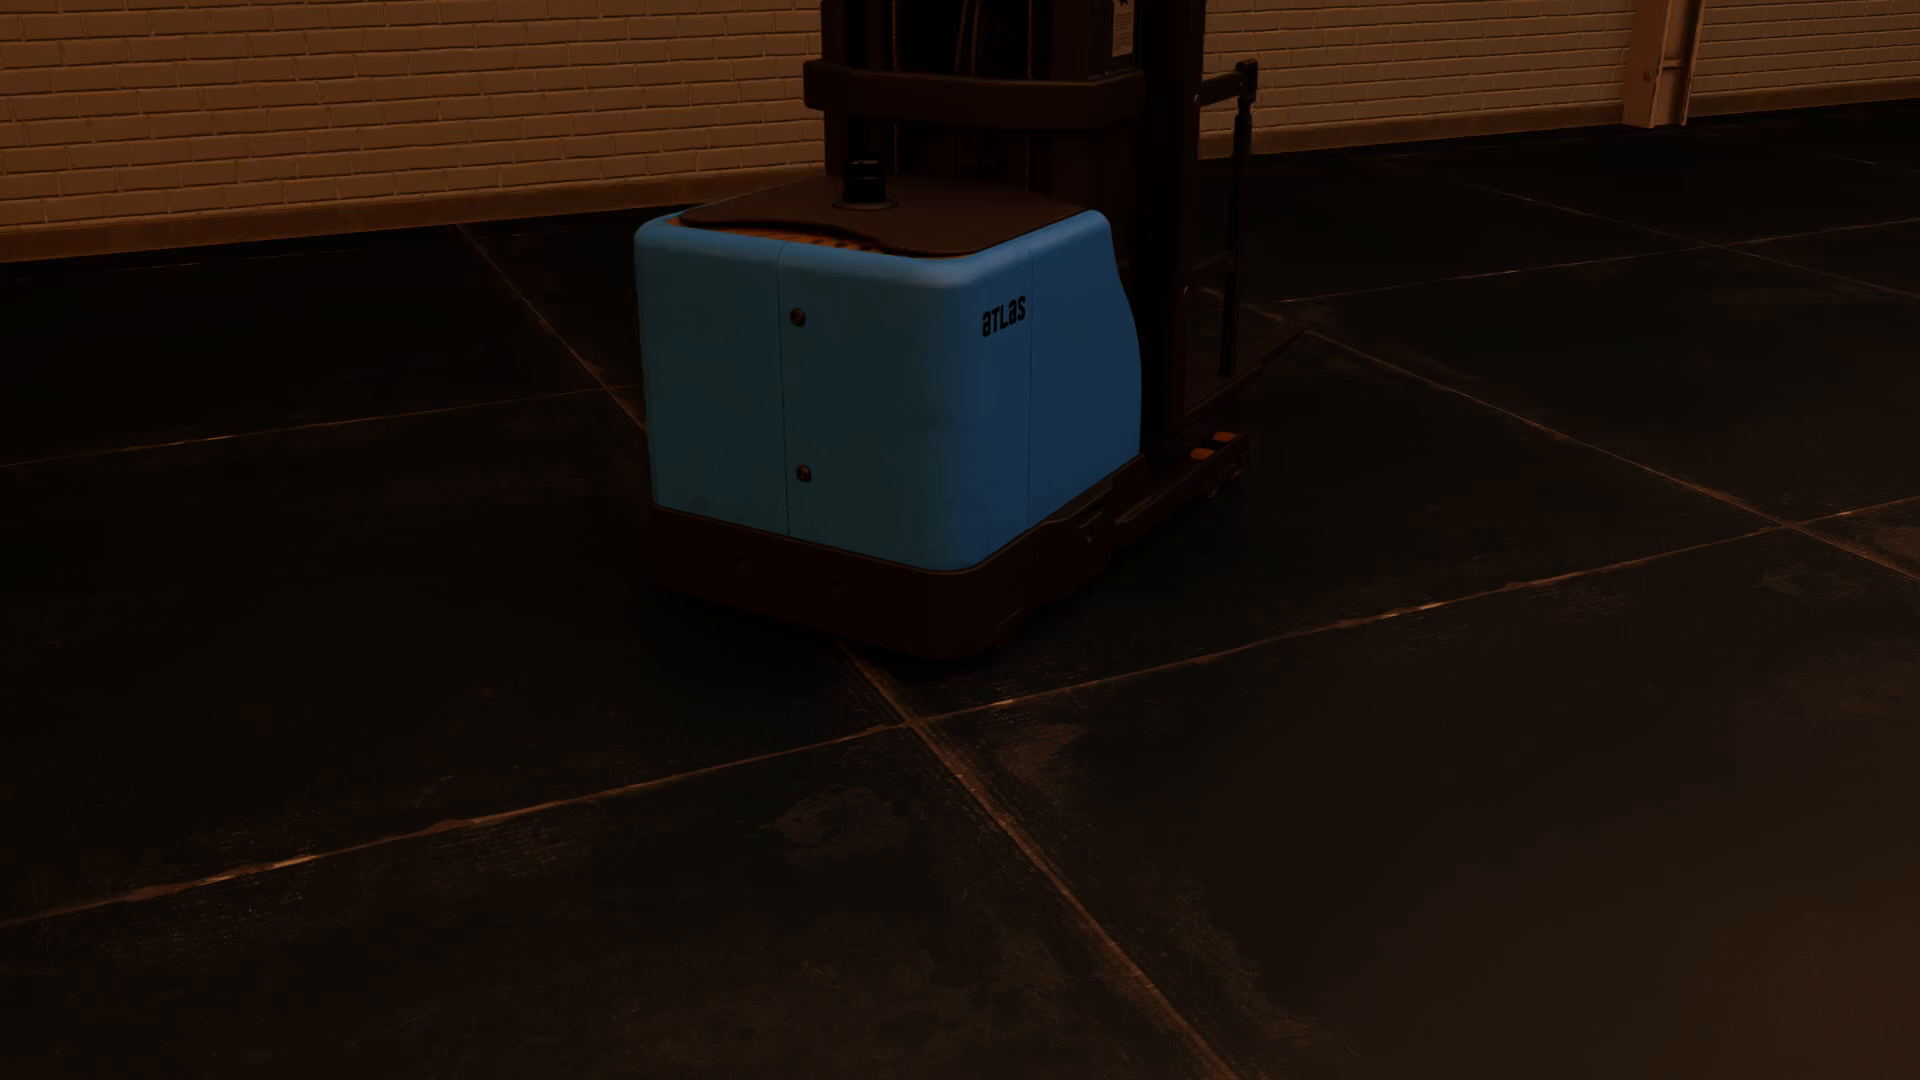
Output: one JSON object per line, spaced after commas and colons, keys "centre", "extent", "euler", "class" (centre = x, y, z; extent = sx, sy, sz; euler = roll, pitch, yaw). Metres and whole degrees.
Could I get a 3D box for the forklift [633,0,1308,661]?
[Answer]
{"centre": [0.320, -1.570, 5.065], "extent": [1.130, 2.935, 3.031], "euler": [13, 26, 28], "class": "forklift"}
